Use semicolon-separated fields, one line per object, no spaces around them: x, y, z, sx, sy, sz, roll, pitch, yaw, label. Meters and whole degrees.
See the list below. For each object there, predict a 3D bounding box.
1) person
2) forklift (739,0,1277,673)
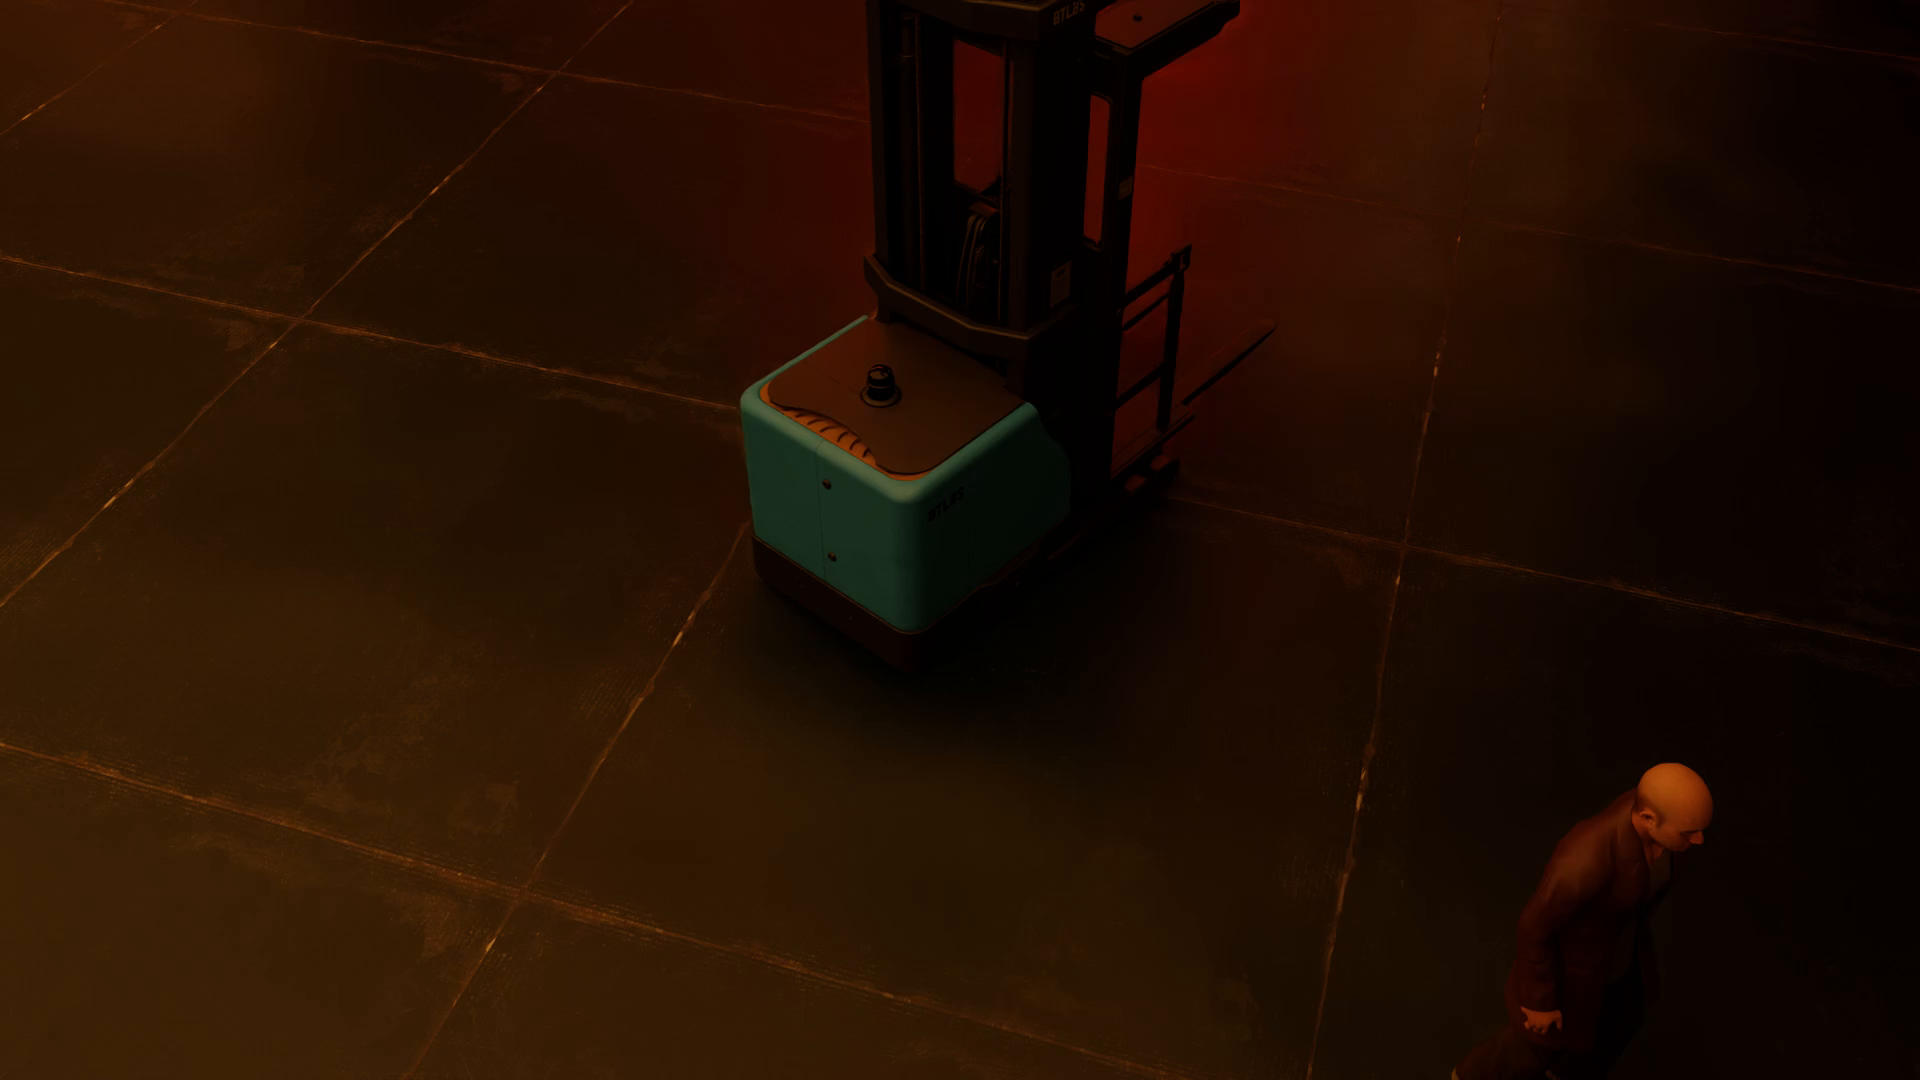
1.977;1.316;5.145;0.660;1.791;0.492;-24;48;-23;person
0.414;-1.431;7.227;1.130;2.935;3.031;31;51;29;forklift
